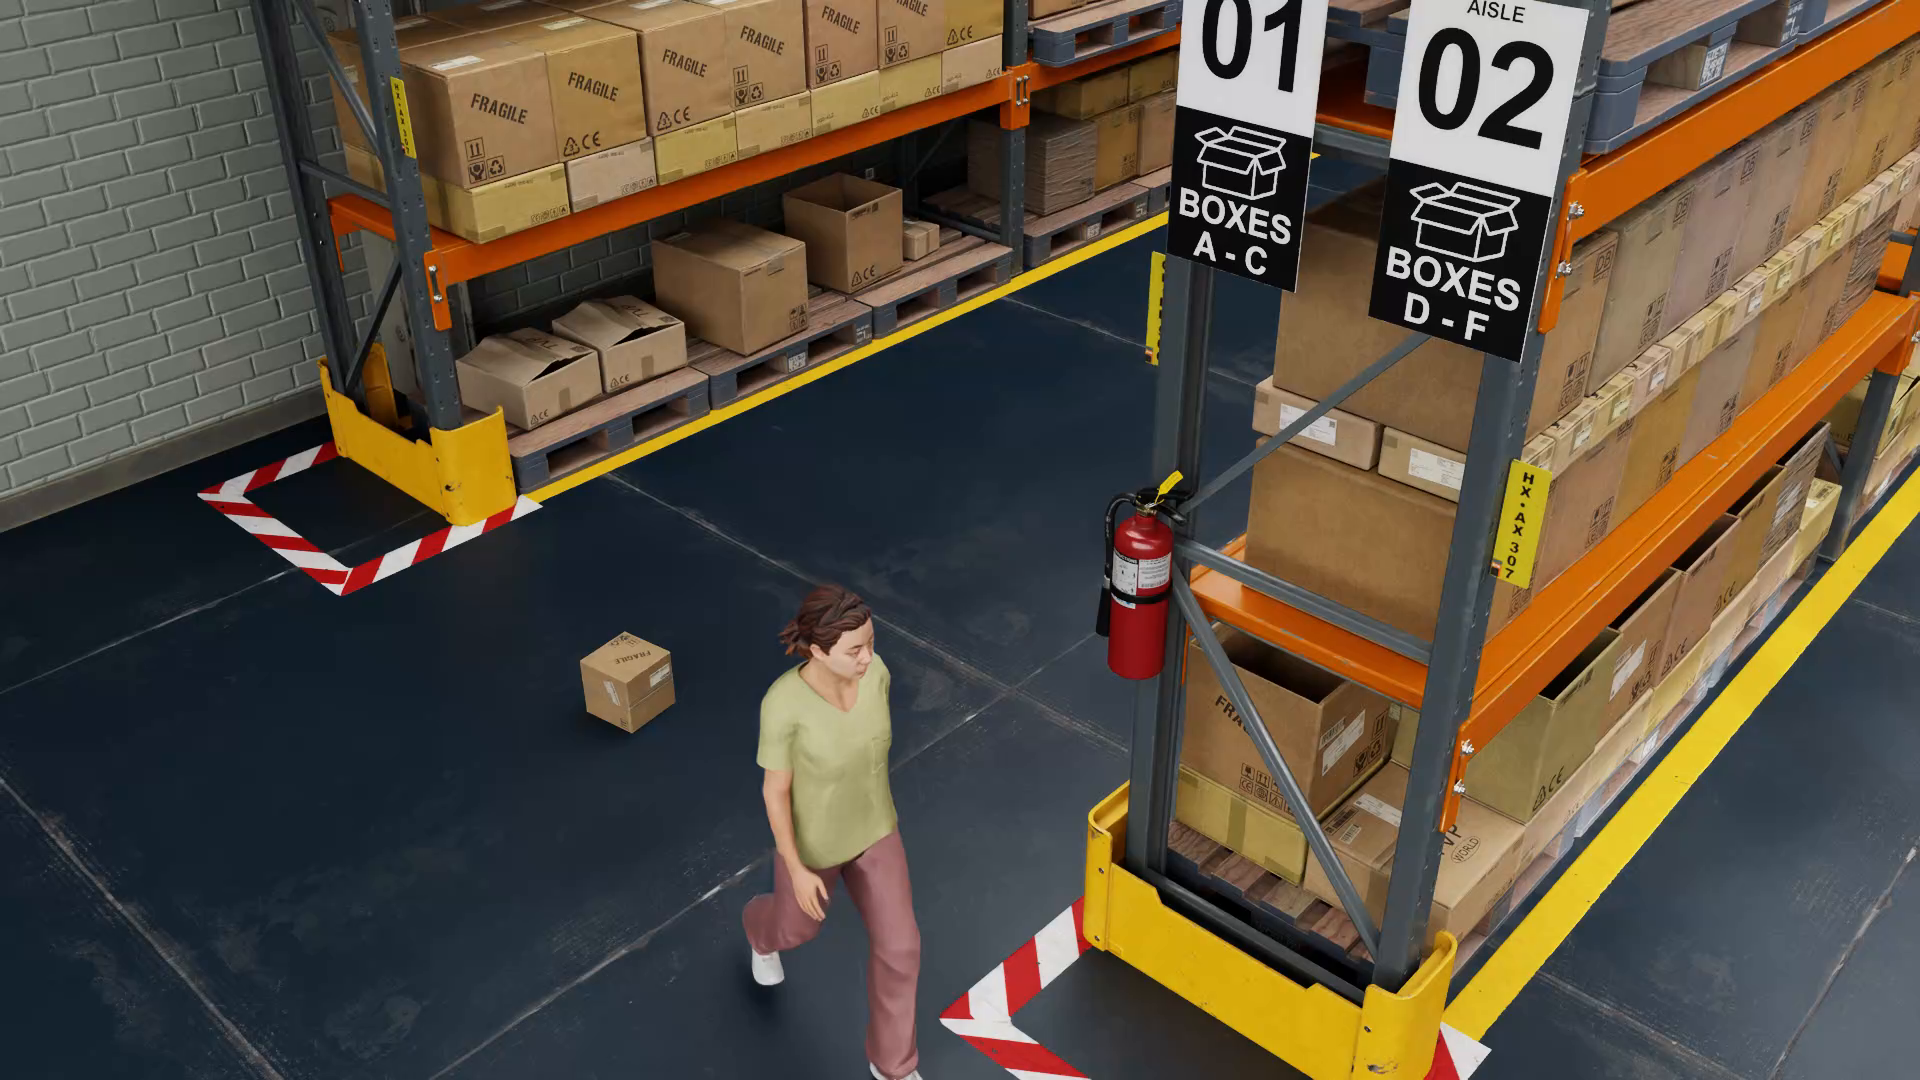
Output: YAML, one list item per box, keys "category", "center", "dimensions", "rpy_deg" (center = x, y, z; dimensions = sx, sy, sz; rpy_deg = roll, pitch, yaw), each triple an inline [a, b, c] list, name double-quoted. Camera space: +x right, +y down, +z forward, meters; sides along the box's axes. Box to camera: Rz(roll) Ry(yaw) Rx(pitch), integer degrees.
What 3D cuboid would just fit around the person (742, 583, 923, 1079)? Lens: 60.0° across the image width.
- category: "person"
  center: [-0.364, 0.824, 4.775]
  dimensions: [0.452, 1.635, 0.945]
  rpy_deg: [-18, 36, -27]
